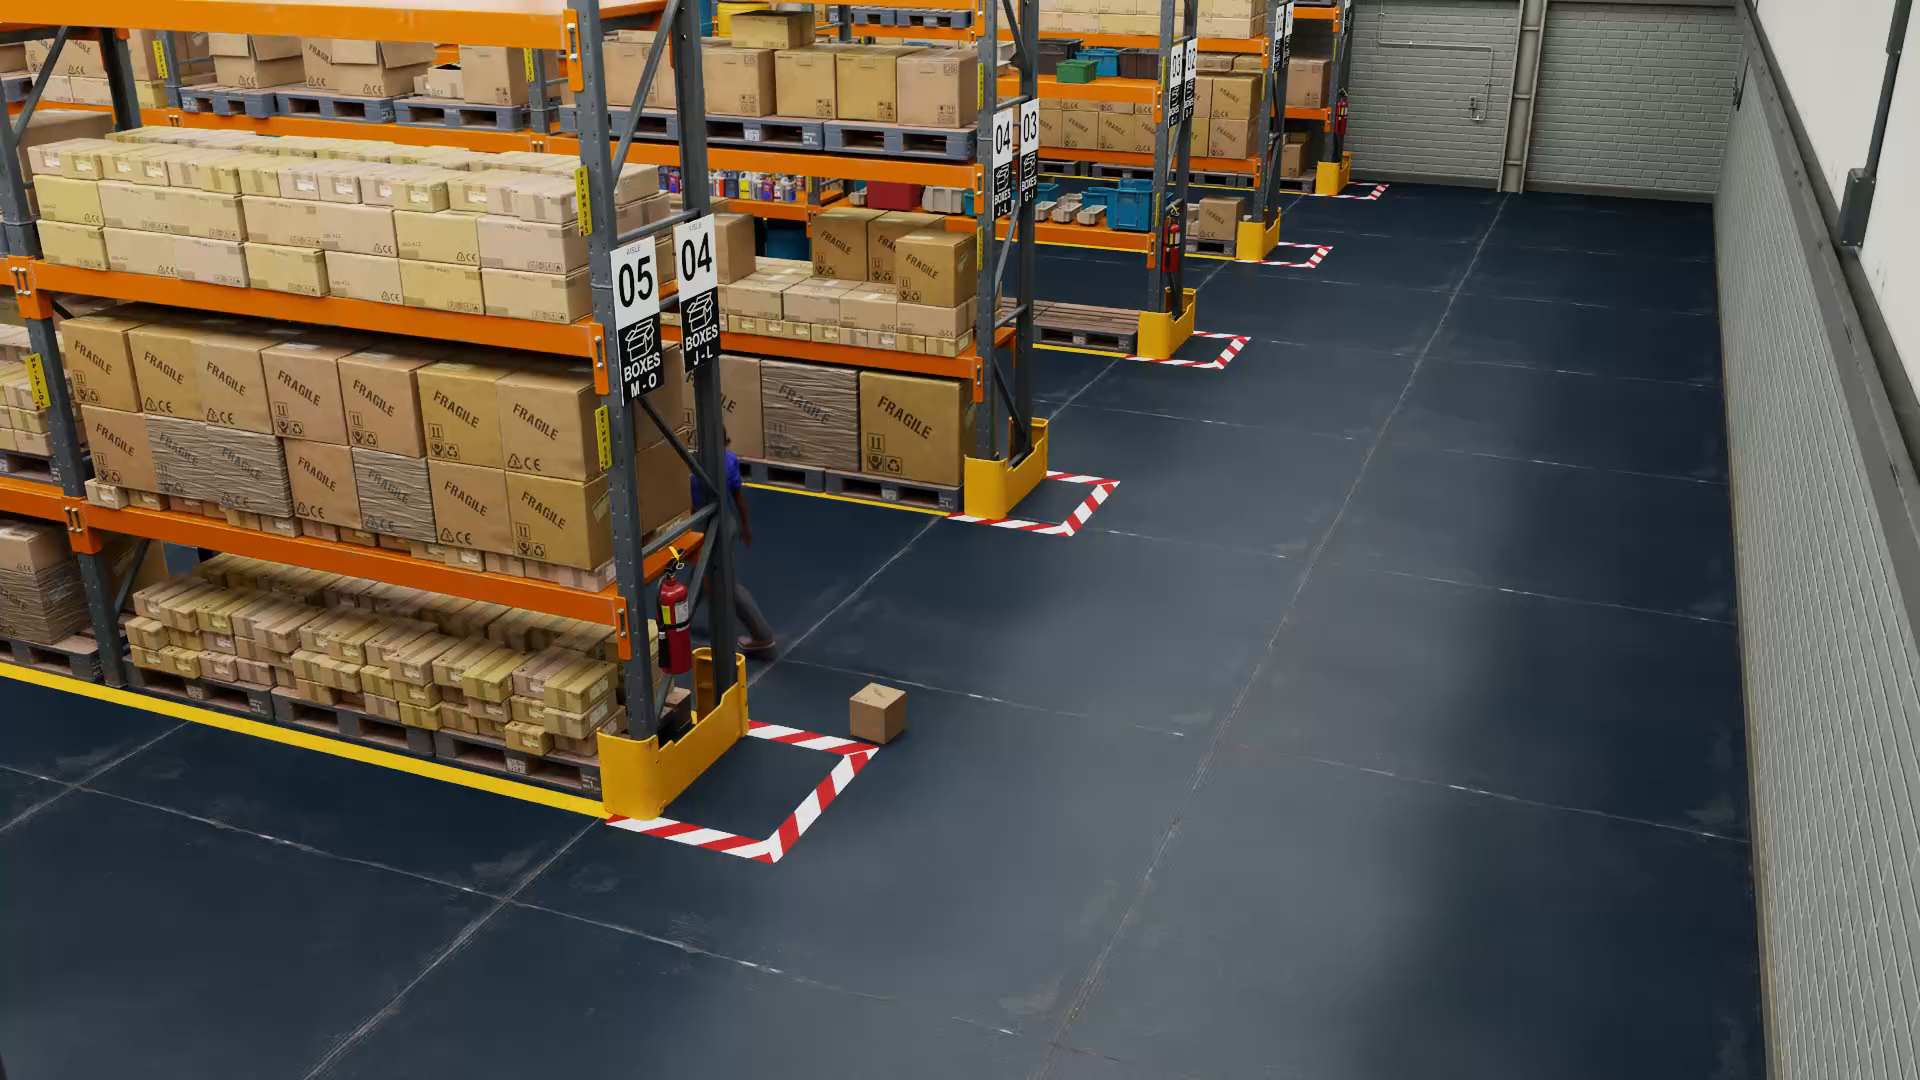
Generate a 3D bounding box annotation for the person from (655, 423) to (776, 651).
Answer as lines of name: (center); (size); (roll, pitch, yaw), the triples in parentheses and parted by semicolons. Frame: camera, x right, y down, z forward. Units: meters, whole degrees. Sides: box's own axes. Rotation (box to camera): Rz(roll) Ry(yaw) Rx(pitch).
person: (-1.691, -0.070, 11.067); (1.035, 1.587, 0.480); (8, 24, 18)
